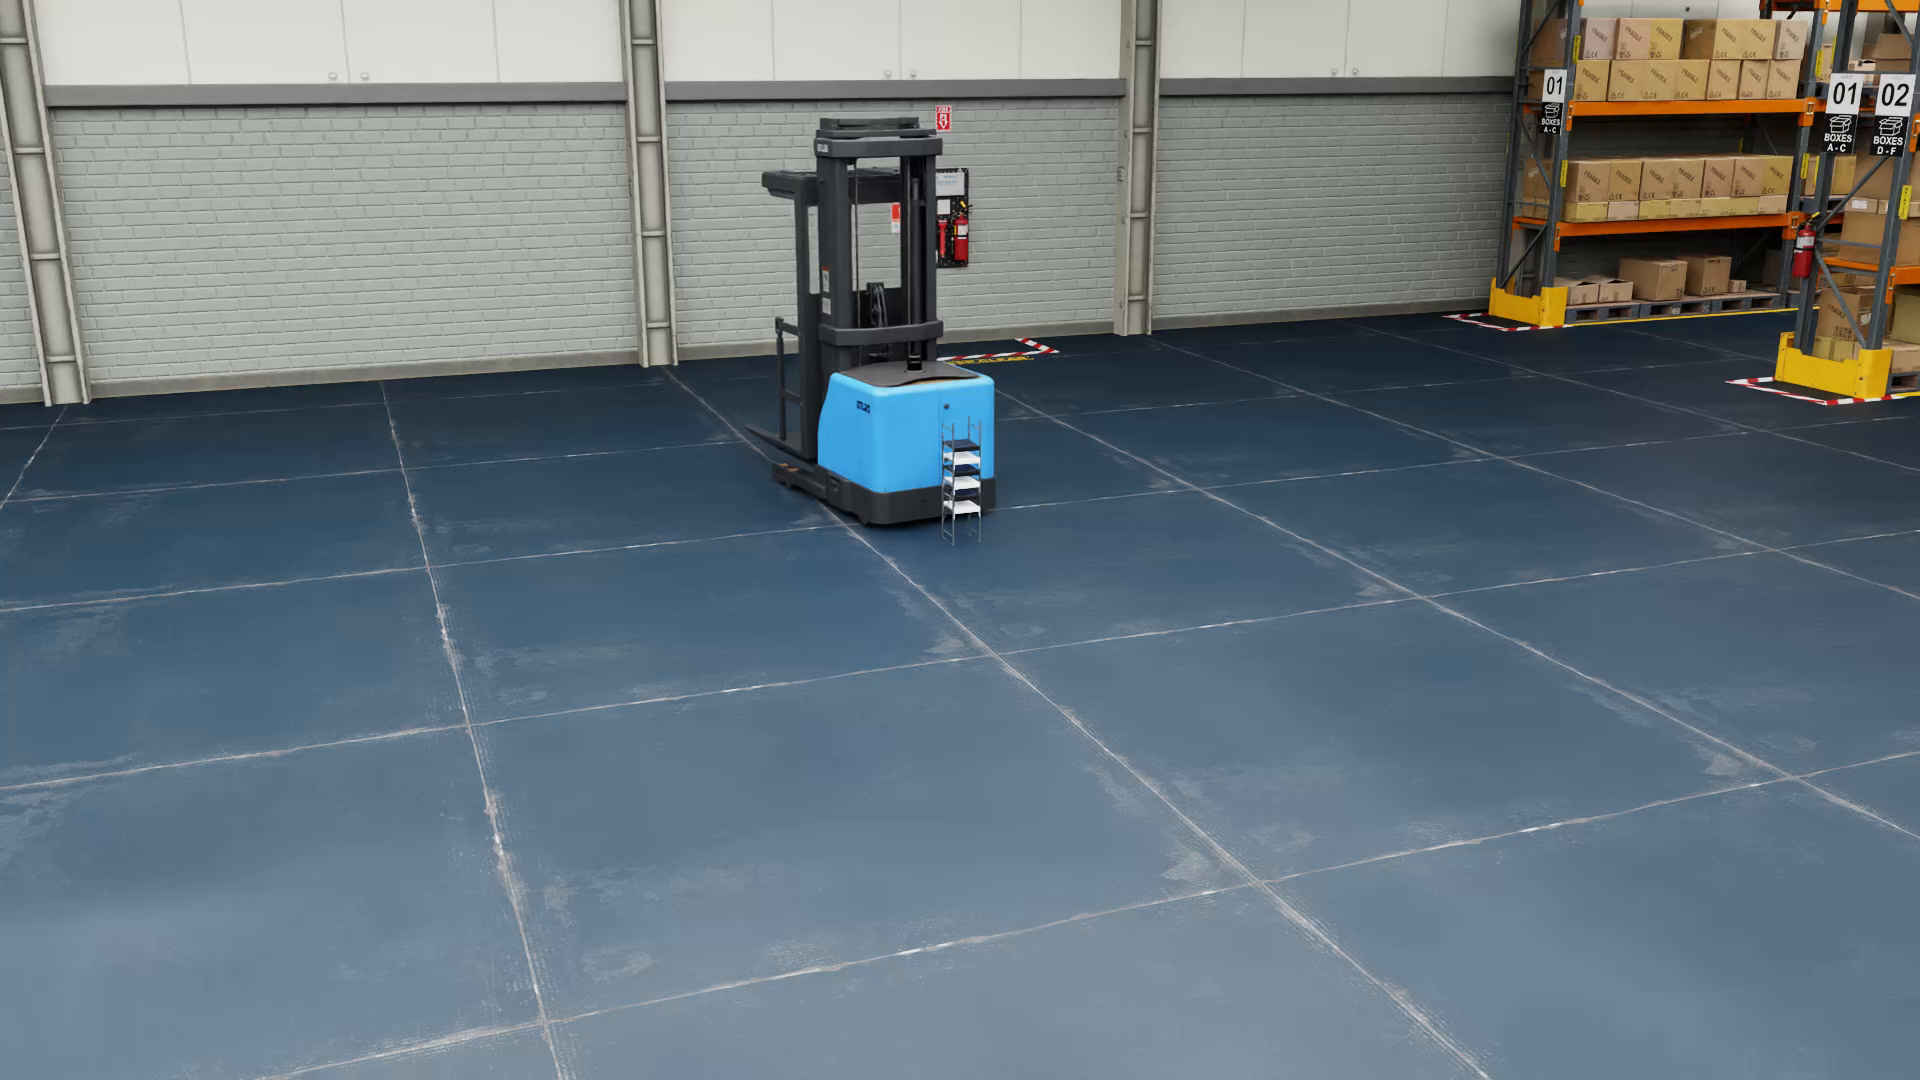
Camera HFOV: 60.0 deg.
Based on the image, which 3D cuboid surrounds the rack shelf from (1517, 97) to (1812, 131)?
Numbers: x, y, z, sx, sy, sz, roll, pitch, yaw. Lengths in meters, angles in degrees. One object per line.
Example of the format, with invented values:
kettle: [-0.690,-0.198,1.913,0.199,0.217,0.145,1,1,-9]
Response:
rack shelf: [9.296,-5.651,21.972,4.000,0.370,1.077,-6,17,-20]

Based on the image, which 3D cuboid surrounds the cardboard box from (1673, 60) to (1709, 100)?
cardboard box: [9.320,-5.978,21.595,0.500,0.500,0.500,-5,17,-17]

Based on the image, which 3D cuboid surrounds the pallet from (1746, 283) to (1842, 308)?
pallet: [11.890,-3.500,23.641,1.213,0.211,1.003,-6,17,-20]

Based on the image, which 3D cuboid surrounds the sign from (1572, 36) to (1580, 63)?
sign: [7.623,-6.071,20.574,0.005,0.325,0.100,-6,17,-20]

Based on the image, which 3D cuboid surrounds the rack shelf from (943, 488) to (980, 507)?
rack shelf: [0.008,-0.314,12.009,0.200,0.077,0.258,-6,17,-20]

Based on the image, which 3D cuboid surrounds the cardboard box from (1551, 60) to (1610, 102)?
cardboard box: [7.830,-5.820,21.058,0.500,0.500,0.500,-6,17,-19]

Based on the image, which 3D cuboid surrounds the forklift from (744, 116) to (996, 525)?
forklift: [-0.887,-1.884,13.313,1.130,2.935,3.031,-9,19,-28]

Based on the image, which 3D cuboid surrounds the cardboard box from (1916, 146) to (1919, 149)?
cardboard box: [10.183,-3.826,17.325,0.500,0.500,0.700,-7,18,-22]

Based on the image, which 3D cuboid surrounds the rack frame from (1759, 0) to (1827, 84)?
rack frame: [11.163,-7.637,22.134,0.127,3.000,1.000,-6,17,-20]

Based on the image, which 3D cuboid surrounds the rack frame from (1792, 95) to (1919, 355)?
rack frame: [9.204,-3.052,17.169,0.127,3.000,1.000,-6,17,-20]

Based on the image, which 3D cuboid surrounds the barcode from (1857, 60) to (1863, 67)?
barcode: [9.313,-4.928,17.201,0.075,0.075,0.001,-6,17,-20]

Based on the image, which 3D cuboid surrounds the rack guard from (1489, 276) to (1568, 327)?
rack guard: [7.499,-3.164,21.985,0.348,0.500,1.175,-6,17,-20]

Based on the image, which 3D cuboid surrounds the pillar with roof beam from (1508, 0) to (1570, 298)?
pillar with roof beam: [9.313,-6.399,17.919,0.400,9.000,9.100,-6,17,-20]

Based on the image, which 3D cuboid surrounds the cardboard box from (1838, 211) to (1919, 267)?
cardboard box: [9.645,-3.144,17.304,0.500,0.500,0.700,-6,17,-20]

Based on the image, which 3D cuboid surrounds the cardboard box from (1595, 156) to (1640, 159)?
cardboard box: [8.747,-4.858,22.217,0.500,0.500,0.500,-7,18,-22]

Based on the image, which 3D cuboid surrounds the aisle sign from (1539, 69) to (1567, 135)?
aisle sign: [7.468,-5.517,20.947,0.004,0.787,0.394,-6,17,-20]

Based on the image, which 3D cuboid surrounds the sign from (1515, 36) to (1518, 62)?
sign: [7.248,-6.368,21.563,0.005,0.325,0.100,-6,17,-20]

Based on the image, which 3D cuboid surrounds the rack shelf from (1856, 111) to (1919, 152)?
rack shelf: [11.072,-4.348,17.535,4.000,0.370,1.077,-6,17,-20]

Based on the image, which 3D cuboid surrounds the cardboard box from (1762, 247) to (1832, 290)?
cardboard box: [11.845,-3.849,23.537,0.500,0.500,0.700,-6,17,-18]

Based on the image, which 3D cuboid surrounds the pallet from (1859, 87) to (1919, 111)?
pallet: [9.874,-4.514,16.979,1.213,0.211,1.003,-6,17,-20]

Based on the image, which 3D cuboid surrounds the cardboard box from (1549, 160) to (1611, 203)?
cardboard box: [7.982,-4.622,21.414,0.500,0.500,0.500,-6,17,-20]

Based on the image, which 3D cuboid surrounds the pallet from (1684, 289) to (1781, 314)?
pallet: [10.549,-3.344,23.110,1.213,0.211,1.003,-6,17,-20]

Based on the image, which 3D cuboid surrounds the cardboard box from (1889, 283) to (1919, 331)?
cardboard box: [10.527,-2.532,18.199,0.500,0.500,0.500,-6,17,-20]

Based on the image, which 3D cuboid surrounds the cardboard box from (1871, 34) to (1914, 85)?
cardboard box: [9.742,-4.867,16.847,0.637,0.503,0.797,-5,17,-16]

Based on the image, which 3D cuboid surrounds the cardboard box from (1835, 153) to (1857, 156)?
cardboard box: [12.779,-5.189,23.487,0.500,0.500,0.700,-4,17,-12]

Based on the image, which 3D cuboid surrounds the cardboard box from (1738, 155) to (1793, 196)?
cardboard box: [10.833,-4.927,22.453,0.500,0.500,0.500,-6,17,-20]

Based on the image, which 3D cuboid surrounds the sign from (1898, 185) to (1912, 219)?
sign: [9.397,-3.359,16.537,0.005,0.325,0.100,-6,17,-20]

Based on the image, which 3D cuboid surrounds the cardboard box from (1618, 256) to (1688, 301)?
cardboard box: [9.342,-3.532,22.456,0.500,0.500,0.700,-7,18,-24]

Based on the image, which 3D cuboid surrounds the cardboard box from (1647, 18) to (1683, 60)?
cardboard box: [8.836,-6.399,21.253,0.500,0.500,0.500,-6,17,-19]

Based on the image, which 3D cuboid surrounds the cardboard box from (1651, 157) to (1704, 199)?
cardboard box: [9.409,-4.775,21.934,0.500,0.500,0.500,-6,17,-18]

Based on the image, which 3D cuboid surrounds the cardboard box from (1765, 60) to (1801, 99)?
cardboard box: [10.778,-6.139,22.144,0.500,0.500,0.500,-6,17,-19]

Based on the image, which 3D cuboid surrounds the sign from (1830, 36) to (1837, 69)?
sign: [9.023,-5.023,17.124,0.005,0.325,0.100,-6,17,-20]

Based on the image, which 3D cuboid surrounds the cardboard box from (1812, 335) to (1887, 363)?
cardboard box: [9.599,-2.067,17.946,0.500,0.250,0.500,-6,17,-20]

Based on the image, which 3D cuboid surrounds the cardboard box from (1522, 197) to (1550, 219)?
cardboard box: [7.795,-4.391,21.959,0.500,0.250,0.500,-6,17,-19]

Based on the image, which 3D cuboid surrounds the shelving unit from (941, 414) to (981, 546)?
shelving unit: [0.008,-0.433,11.974,0.210,0.900,0.258,-6,17,-20]

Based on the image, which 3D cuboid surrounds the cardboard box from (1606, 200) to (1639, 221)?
cardboard box: [8.477,-4.315,21.699,0.500,0.250,0.500,-7,18,-22]

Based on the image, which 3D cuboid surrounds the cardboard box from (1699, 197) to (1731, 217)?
cardboard box: [9.897,-4.466,22.214,0.500,0.250,0.500,-6,17,-20]

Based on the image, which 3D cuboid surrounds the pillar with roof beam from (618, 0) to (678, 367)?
pillar with roof beam: [-1.893,-5.190,13.799,0.400,9.000,9.100,-6,17,-20]

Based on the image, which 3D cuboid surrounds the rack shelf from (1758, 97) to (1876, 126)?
rack shelf: [13.031,-6.054,23.345,4.000,0.370,1.077,-6,17,-20]

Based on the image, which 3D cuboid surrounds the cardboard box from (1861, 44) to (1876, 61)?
cardboard box: [12.854,-6.606,23.023,0.500,0.500,0.500,-7,18,-22]

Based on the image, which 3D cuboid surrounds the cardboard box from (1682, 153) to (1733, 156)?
cardboard box: [10.165,-5.013,22.744,0.500,0.500,0.500,-6,17,-20]

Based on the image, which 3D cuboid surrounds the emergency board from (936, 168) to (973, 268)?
emergency board: [-0.152,-3.810,19.747,0.643,1.169,0.194,-6,17,-20]

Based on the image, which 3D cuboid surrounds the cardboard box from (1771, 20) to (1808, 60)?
cardboard box: [10.793,-6.613,21.984,0.500,0.500,0.500,-8,18,-25]

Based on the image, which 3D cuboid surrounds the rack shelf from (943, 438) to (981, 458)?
rack shelf: [0.008,-0.660,11.908,0.200,0.077,0.258,-6,17,-20]
